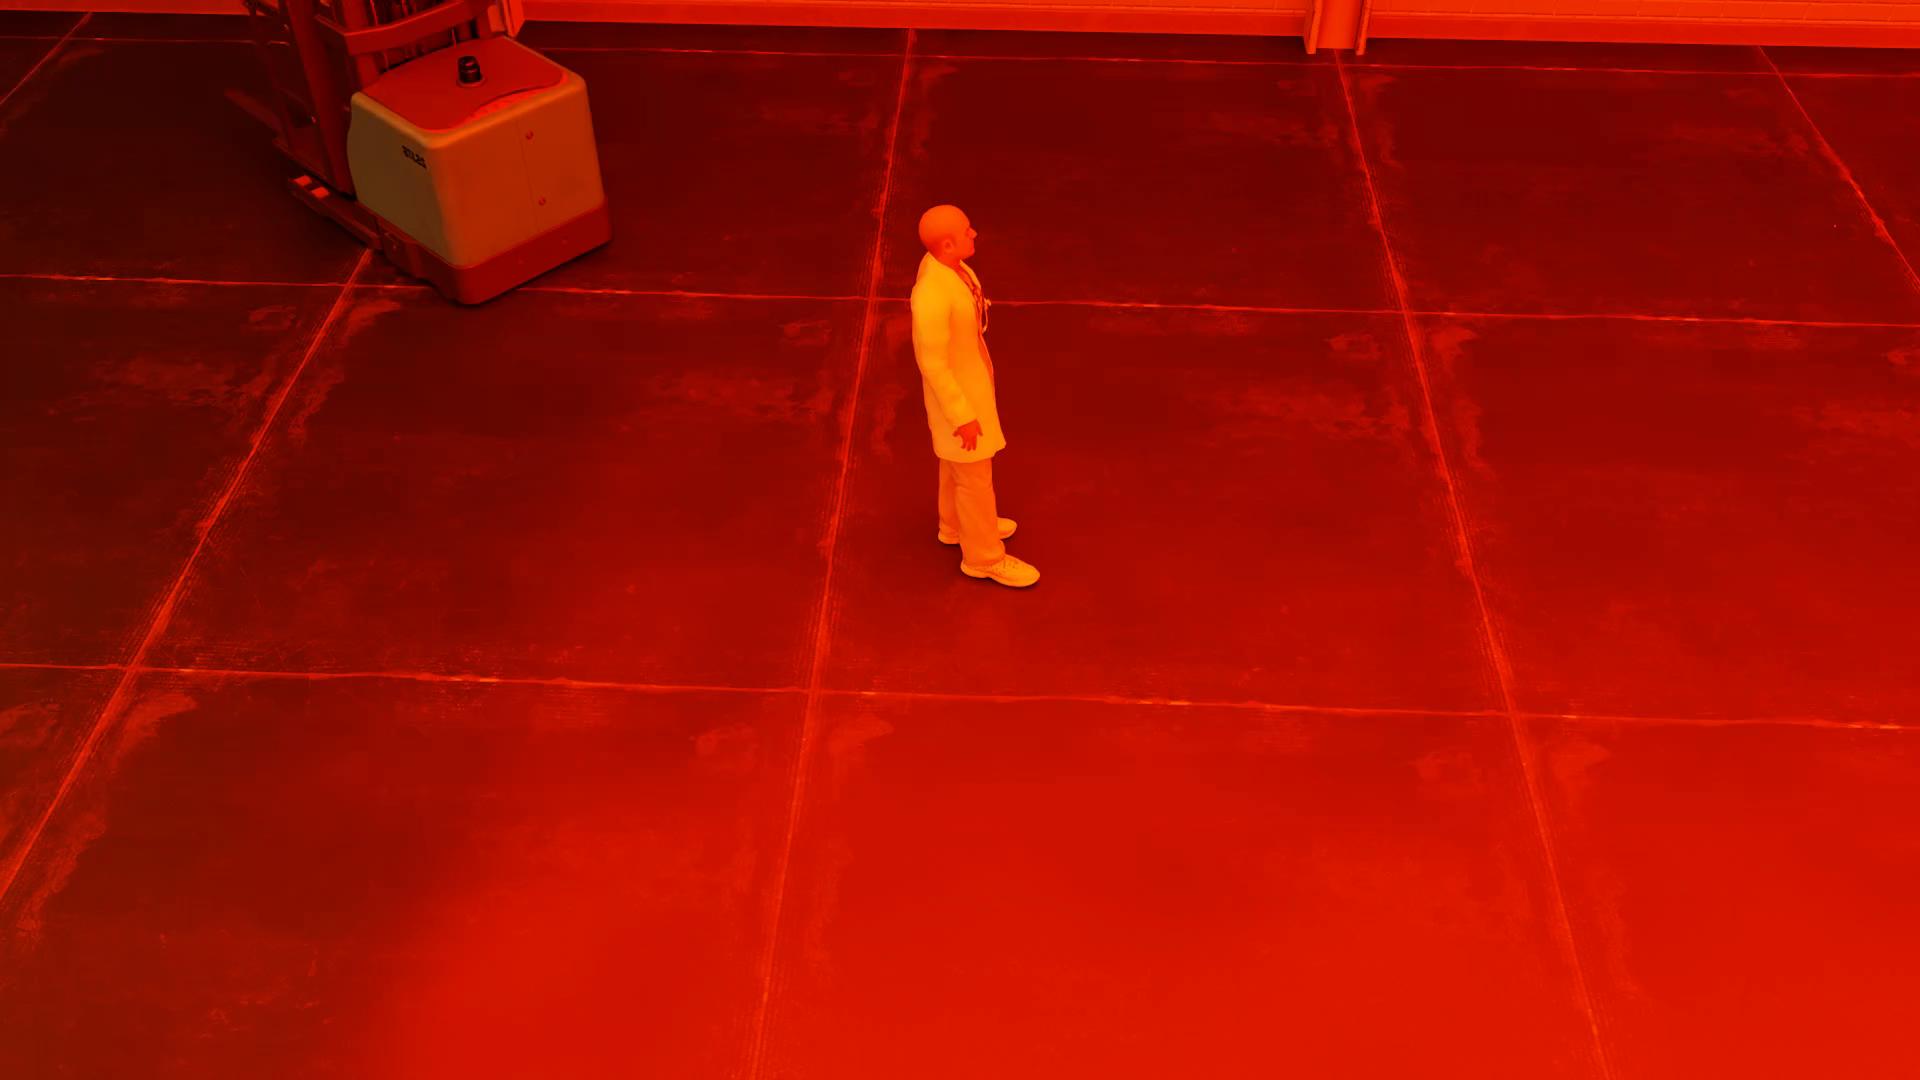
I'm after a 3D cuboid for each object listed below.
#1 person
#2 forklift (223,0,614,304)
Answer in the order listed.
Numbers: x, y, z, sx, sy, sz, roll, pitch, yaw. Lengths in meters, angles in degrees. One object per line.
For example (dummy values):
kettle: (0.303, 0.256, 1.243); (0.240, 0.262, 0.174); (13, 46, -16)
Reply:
person: (0.091, -0.656, 7.306); (0.578, 1.777, 0.698); (2, 42, 2)
forklift: (-3.447, -3.271, 9.325); (3.031, 2.935, 1.130); (33, 52, 31)
